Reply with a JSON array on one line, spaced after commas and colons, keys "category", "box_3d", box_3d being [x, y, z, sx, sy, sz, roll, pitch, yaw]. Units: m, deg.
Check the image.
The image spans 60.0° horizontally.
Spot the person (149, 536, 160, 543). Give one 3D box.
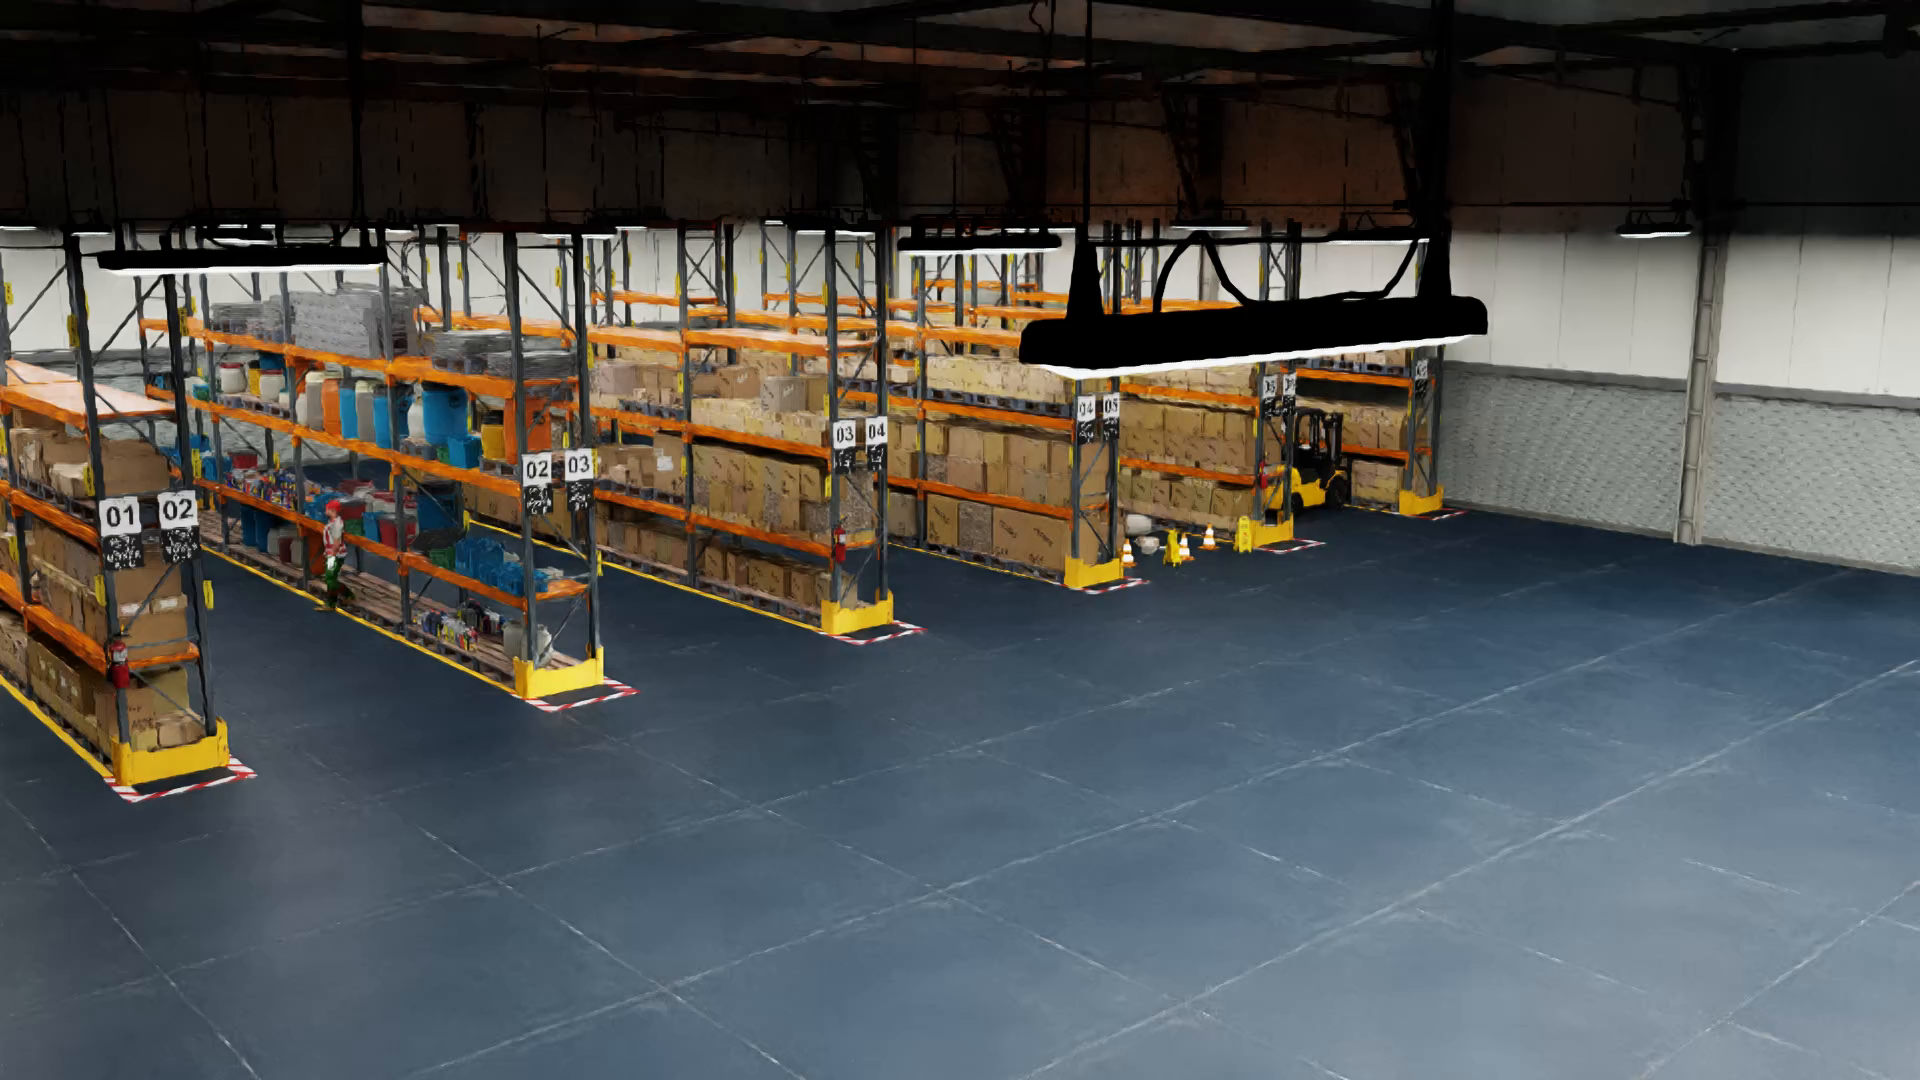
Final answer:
[{"category": "person", "box_3d": [-13.149, 0.077, 26.935, 0.598, 1.774, 0.463, 5, 12, 23]}]

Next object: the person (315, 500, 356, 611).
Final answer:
[{"category": "person", "box_3d": [-9.833, 0.257, 26.009, 0.579, 1.783, 0.681, -7, 13, -30]}]
